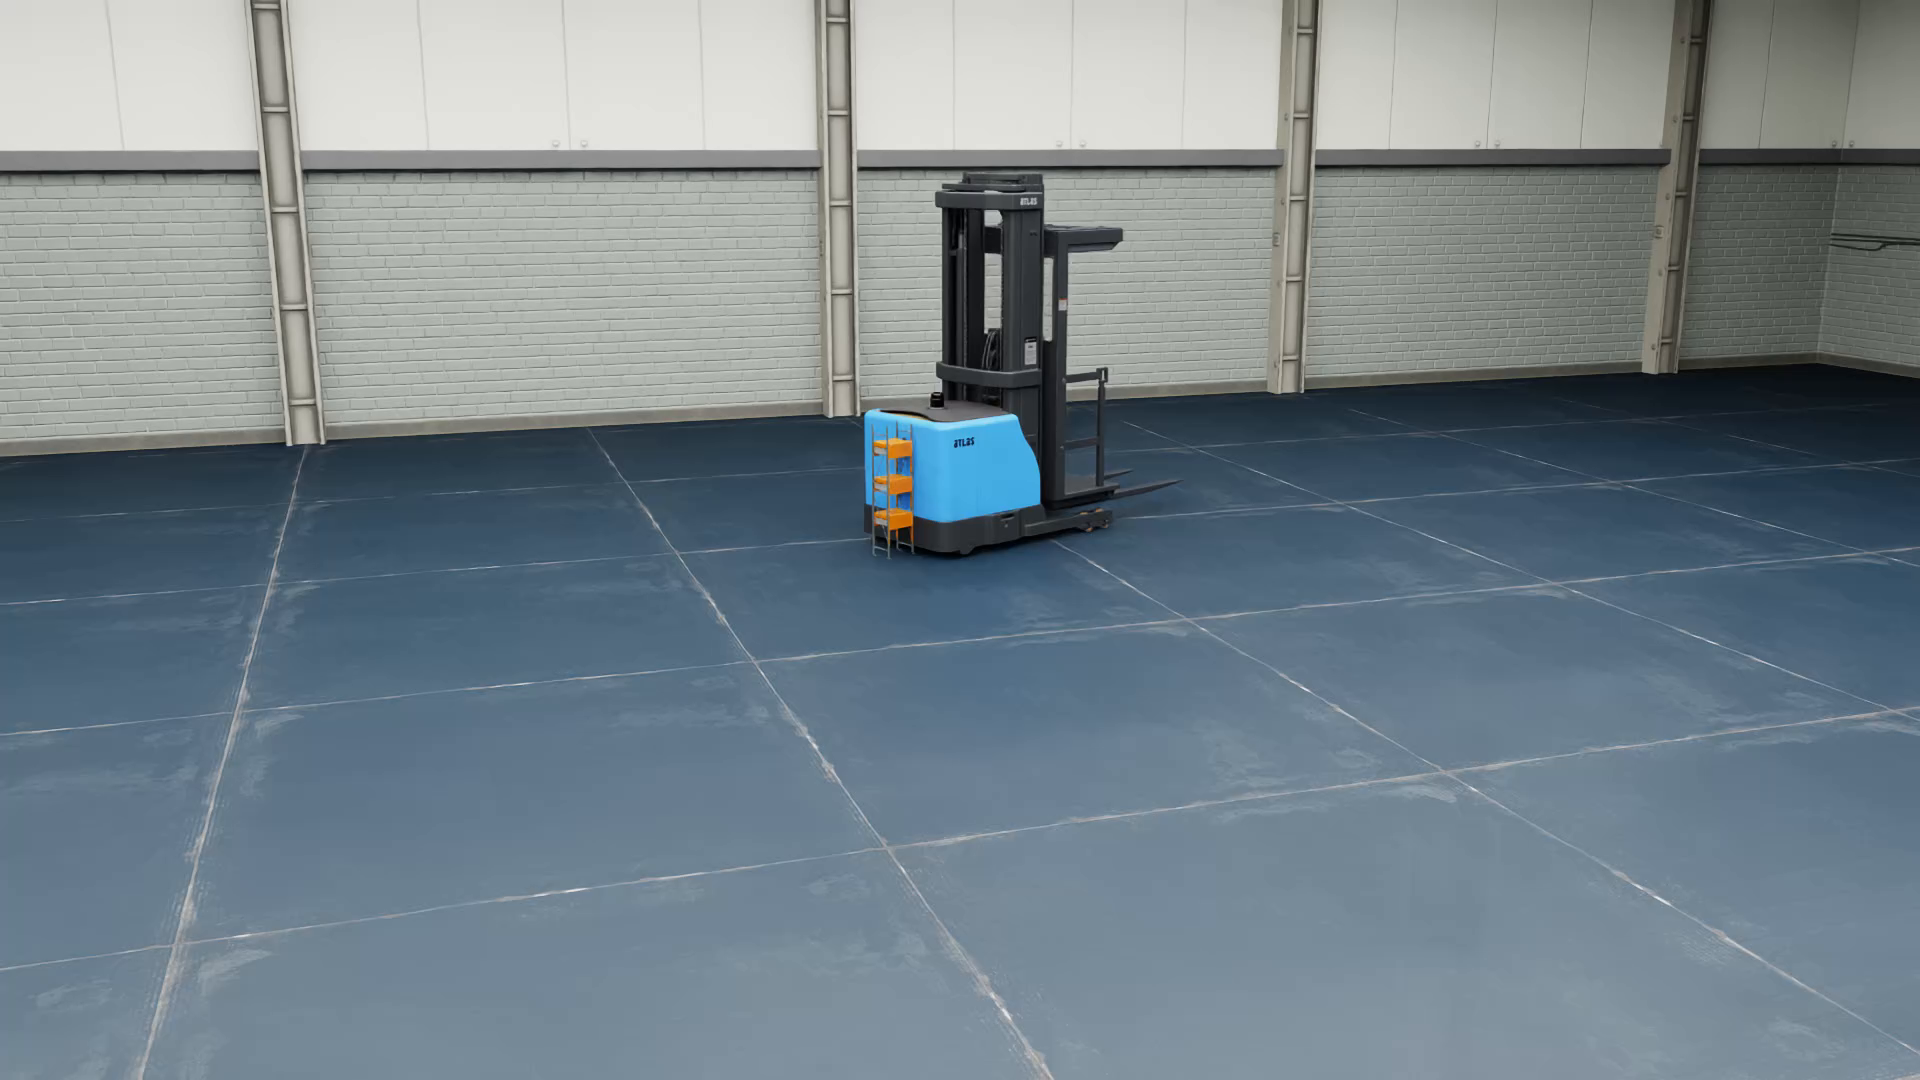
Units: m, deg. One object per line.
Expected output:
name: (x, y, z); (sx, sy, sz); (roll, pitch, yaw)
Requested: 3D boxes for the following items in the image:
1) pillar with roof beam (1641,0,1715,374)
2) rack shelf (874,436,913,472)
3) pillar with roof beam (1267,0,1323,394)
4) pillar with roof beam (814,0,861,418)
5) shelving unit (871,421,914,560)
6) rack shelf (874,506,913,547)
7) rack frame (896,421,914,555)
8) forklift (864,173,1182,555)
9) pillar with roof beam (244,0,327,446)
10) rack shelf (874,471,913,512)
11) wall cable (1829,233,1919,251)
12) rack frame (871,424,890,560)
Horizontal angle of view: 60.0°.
pillar with roof beam: (11.324, -5.821, 18.669); (0.400, 9.000, 9.100); (-4, 14, -18)
rack shelf: (-0.528, -0.656, 12.953); (0.240, 0.259, 0.215); (-12, 18, -40)
pillar with roof beam: (5.637, -5.378, 16.808); (0.400, 9.000, 9.100); (-4, 14, -18)
pillar with roof beam: (-0.049, -4.936, 14.946); (0.400, 9.000, 9.100); (-4, 14, -18)
shelving unit: (-0.528, -0.391, 13.016); (0.252, 1.050, 0.215); (-12, 18, -40)
rack shelf: (-0.528, -0.110, 13.083); (0.240, 0.259, 0.215); (-12, 18, -40)
rack frame: (-0.437, -0.409, 13.095); (0.008, 1.050, 0.200); (-12, 18, -40)
forklift: (0.650, -1.572, 13.918); (3.031, 2.935, 1.130); (-12, 18, -40)
pillar with roof beam: (-5.736, -4.493, 13.084); (0.400, 9.000, 9.100); (-4, 14, -18)
rack shelf: (-0.528, -0.380, 13.019); (0.240, 0.259, 0.215); (-12, 18, -40)
wall cable: (13.165, -5.182, 22.693); (0.112, 2.526, 3.097); (-4, 14, -18)
rack frame: (-0.619, -0.372, 12.937); (0.008, 1.050, 0.200); (-12, 18, -40)
